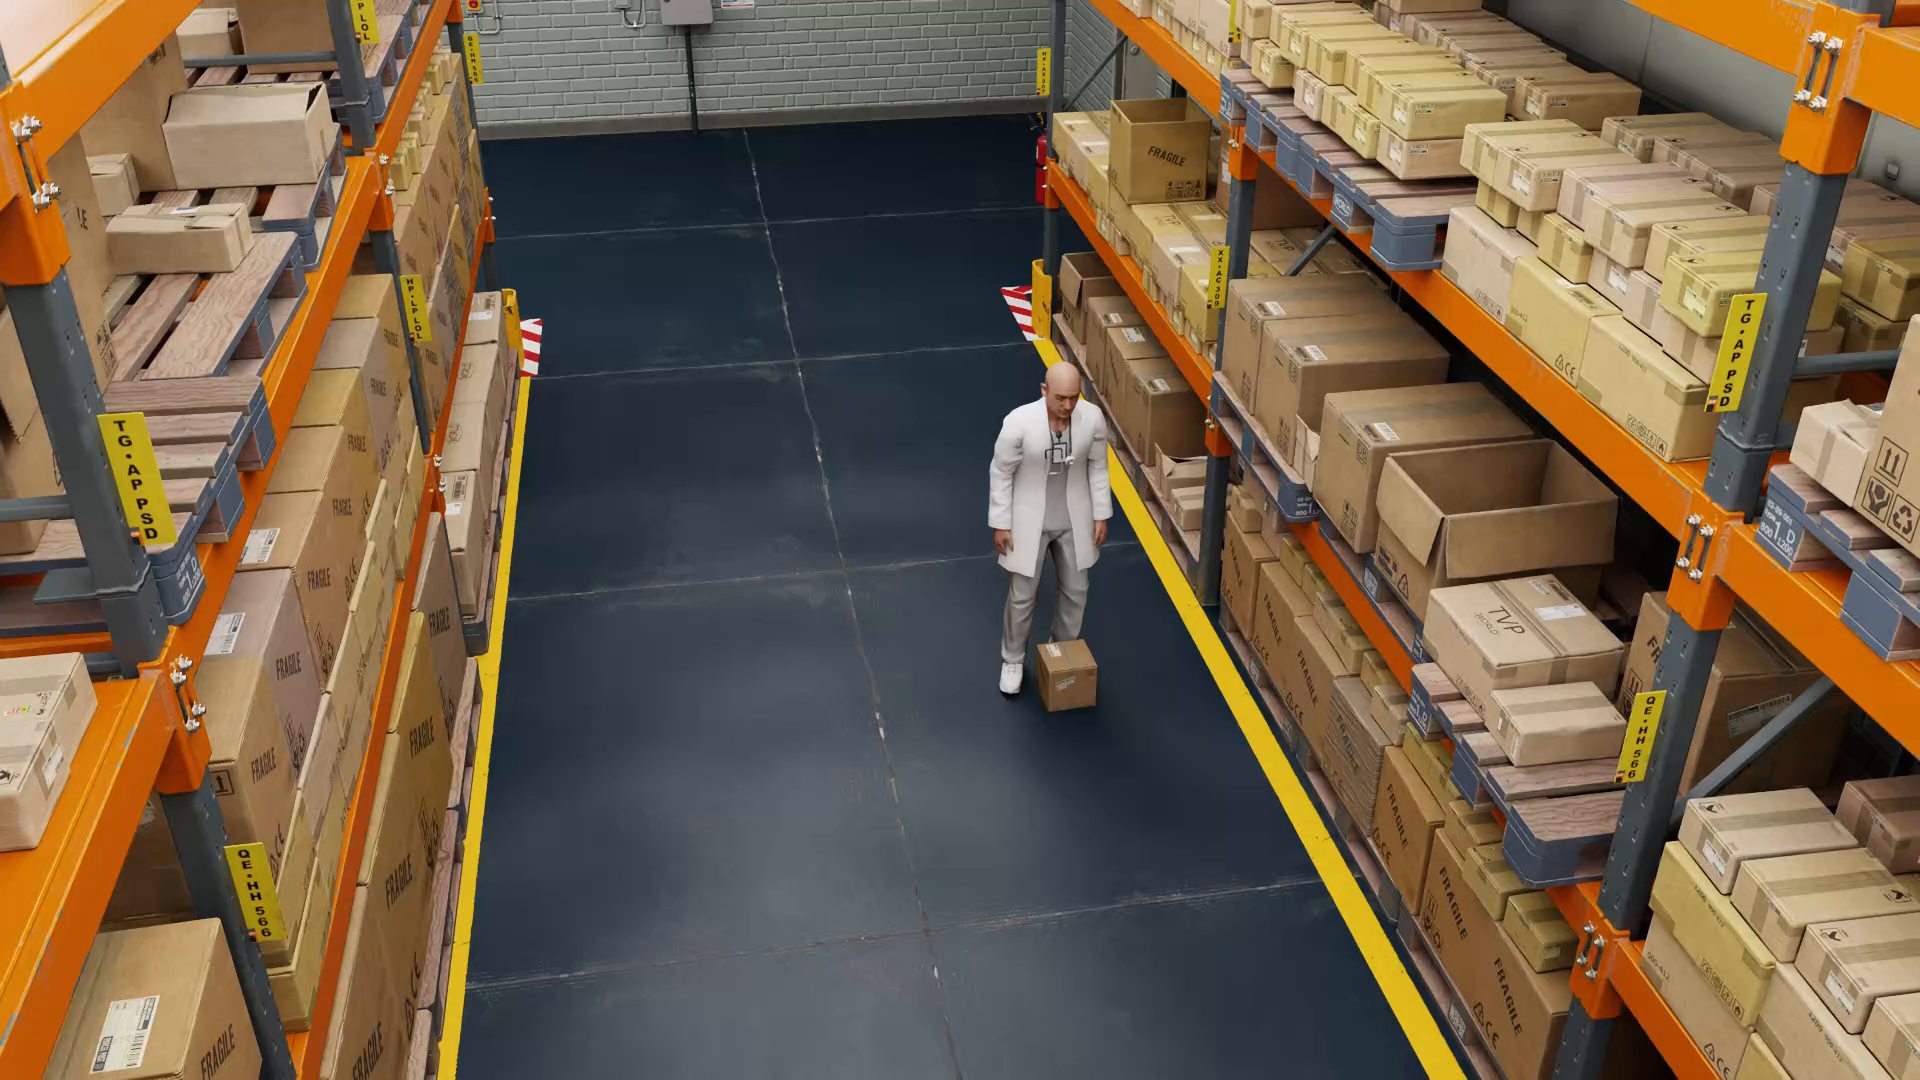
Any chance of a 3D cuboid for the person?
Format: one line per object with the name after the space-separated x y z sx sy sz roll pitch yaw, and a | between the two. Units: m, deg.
0.453 -0.084 8.301 0.640 1.773 0.427 -6 31 -11 | person
